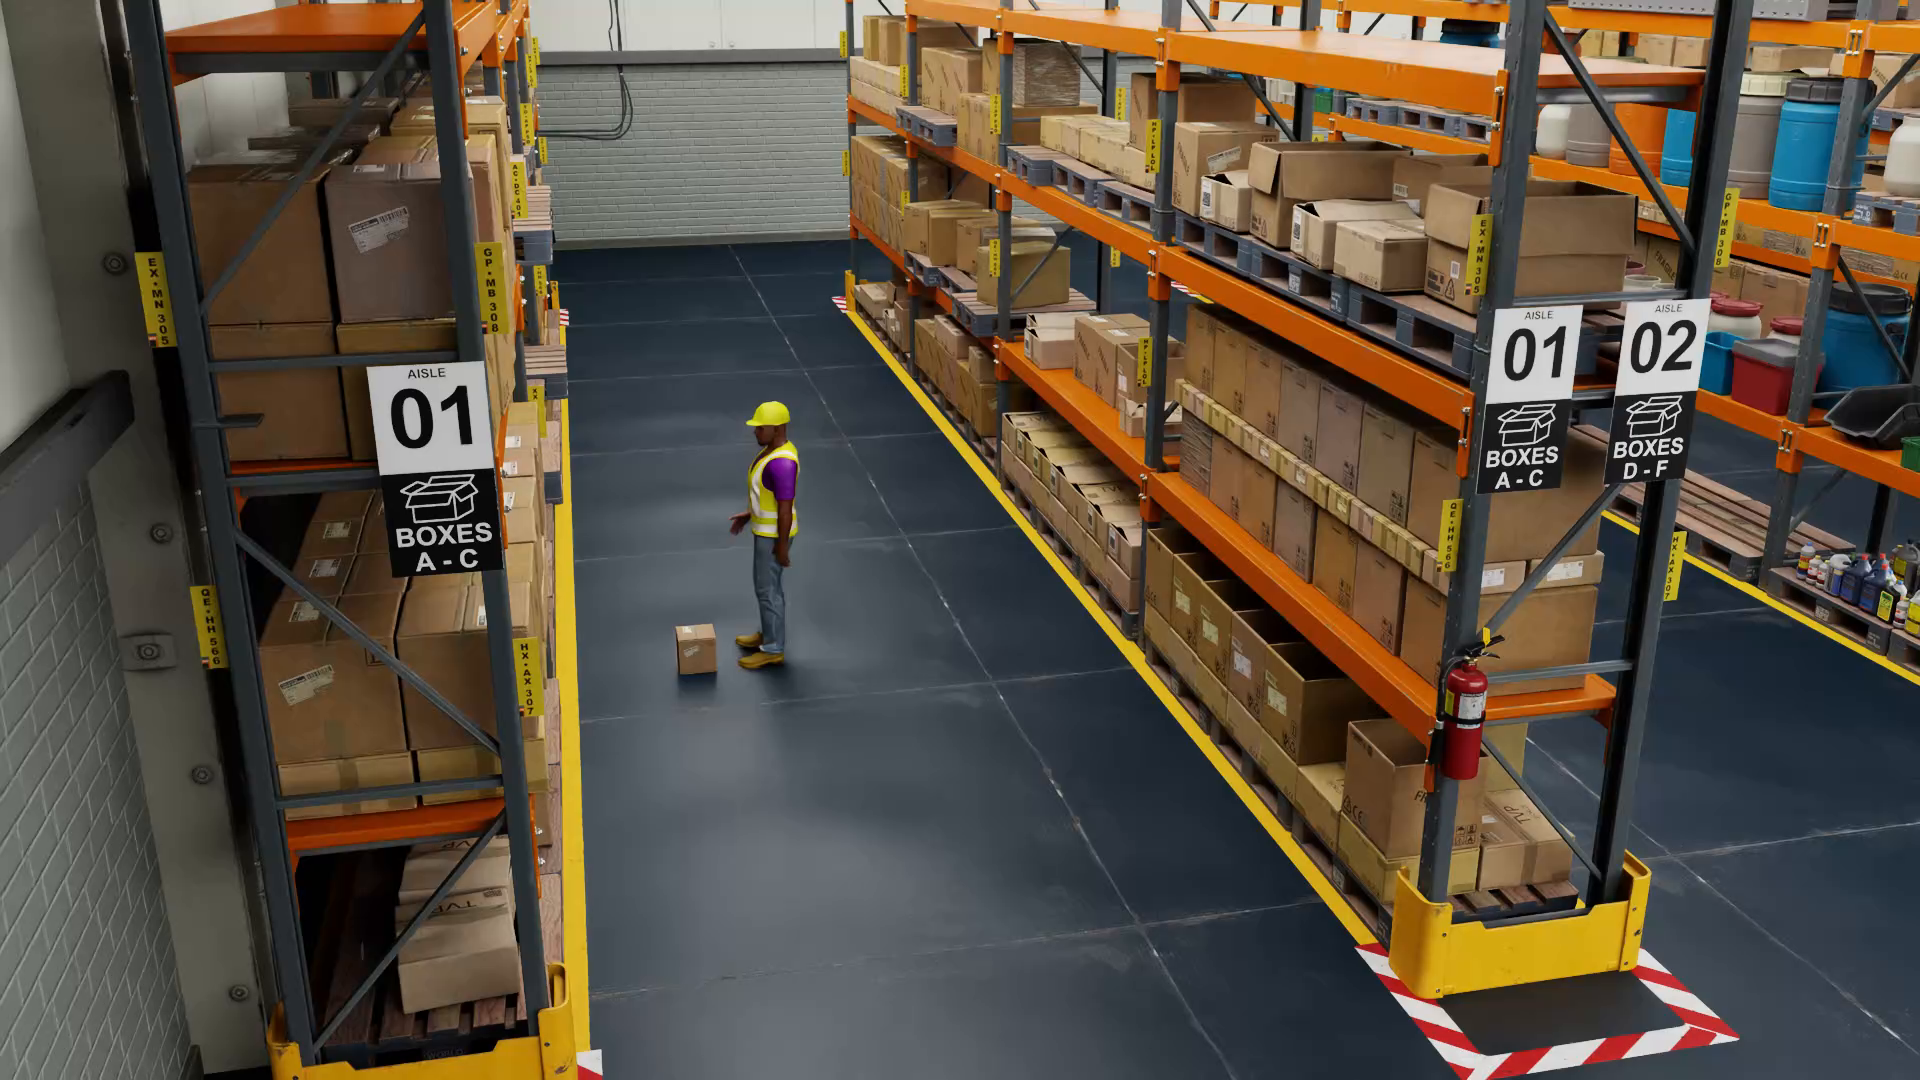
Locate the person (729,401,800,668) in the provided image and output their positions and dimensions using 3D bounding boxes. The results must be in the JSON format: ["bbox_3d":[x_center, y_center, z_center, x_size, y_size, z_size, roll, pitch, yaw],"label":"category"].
[{"bbox_3d":[-1.305,-0.054,11.148,0.483,1.783,0.584,-3,20,-7],"label":"person"}]
